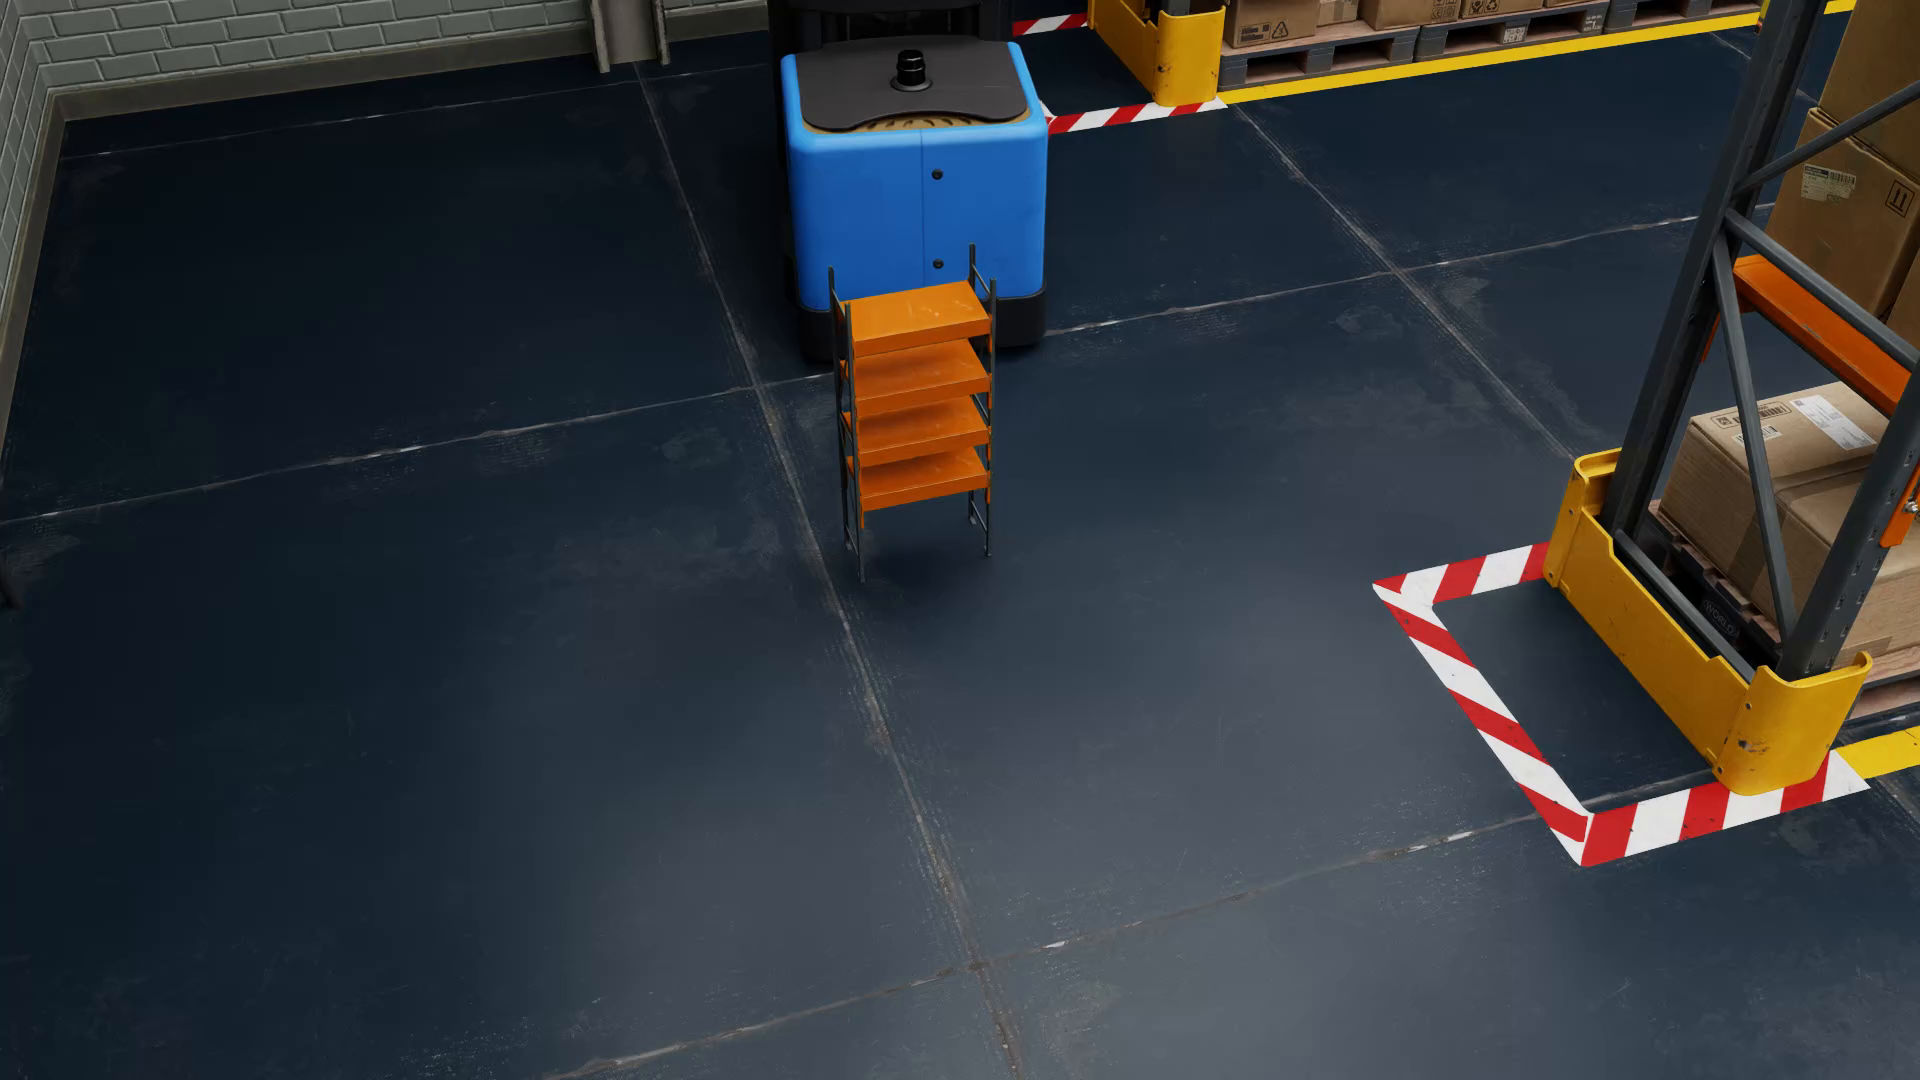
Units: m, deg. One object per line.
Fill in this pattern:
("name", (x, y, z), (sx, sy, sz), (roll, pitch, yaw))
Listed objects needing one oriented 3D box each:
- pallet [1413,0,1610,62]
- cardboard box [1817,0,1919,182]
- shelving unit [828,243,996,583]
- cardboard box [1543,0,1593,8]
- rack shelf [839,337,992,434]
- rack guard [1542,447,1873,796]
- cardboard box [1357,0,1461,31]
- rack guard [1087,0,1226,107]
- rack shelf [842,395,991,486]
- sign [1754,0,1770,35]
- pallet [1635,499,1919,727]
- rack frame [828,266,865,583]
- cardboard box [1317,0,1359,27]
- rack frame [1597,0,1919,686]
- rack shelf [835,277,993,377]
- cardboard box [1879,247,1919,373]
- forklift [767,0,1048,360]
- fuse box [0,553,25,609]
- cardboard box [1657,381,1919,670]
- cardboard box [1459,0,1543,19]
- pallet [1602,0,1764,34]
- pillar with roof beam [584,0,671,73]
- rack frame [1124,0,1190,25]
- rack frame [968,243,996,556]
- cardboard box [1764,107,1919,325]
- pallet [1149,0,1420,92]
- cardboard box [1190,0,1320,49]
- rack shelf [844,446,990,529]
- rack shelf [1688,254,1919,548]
("pallet", (2.984, -3.182, 9.731), (1.213, 0.211, 1.003), (-12, 42, -13))
("cardboard box", (2.872, -1.365, 4.696), (0.500, 0.500, 0.500), (-10, 42, -12))
("shelving unit", (-0.158, -0.419, 5.818), (0.503, 1.200, 0.258), (-12, 42, -13))
("cardboard box", (3.418, -3.448, 9.497), (0.500, 0.500, 0.700), (-13, 43, -15))
("rack shelf", (-0.158, -0.537, 5.715), (0.480, 0.148, 0.258), (-12, 42, -13))
("rack guard", (2.461, 0.240, 5.595), (0.348, 0.500, 1.175), (-12, 42, -13))
("cardboard box", (2.428, -3.243, 9.262), (0.500, 0.500, 0.700), (-10, 42, -11))
("rack guard", (1.062, -2.894, 9.182), (0.348, 0.500, 1.175), (-12, 42, -13))
("rack shelf", (-0.158, -0.368, 5.862), (0.480, 0.148, 0.258), (-12, 42, -13))
("sign", (2.334, -1.574, 4.712), (0.005, 0.325, 0.100), (-12, 42, -13))
("pallet", (3.223, 0.137, 5.932), (1.213, 0.211, 1.003), (-12, 42, -13))
("rack frame", (-0.391, -0.371, 5.763), (0.015, 1.200, 0.240), (-12, 42, -13))
("cardboard box", (2.018, -3.025, 9.281), (0.250, 0.149, 0.380), (-13, 43, -15))
("rack frame", (2.484, -0.706, 4.778), (0.127, 3.000, 1.000), (-12, 42, -13))
("rack shelf", (-0.158, -0.715, 5.559), (0.480, 0.148, 0.258), (-12, 42, -13))
("cardboard box", (3.028, -0.658, 4.647), (0.500, 0.500, 0.500), (-12, 43, -13))
("forklift", (-0.337, -2.831, 7.263), (1.130, 2.935, 3.031), (-5, 41, -6))
("fuse box", (-3.379, -0.438, 5.451), (0.414, 1.711, 0.539), (-12, 42, -13))
("cardboard box", (3.083, -0.092, 5.704), (0.875, 0.438, 0.875), (-13, 43, -15))
("cardboard box", (2.963, -3.284, 9.310), (0.500, 0.500, 0.500), (-11, 42, -12))
("pallet", (4.149, -3.425, 10.010), (1.213, 0.211, 1.003), (-12, 42, -13))
("pillar with roof beam", (-0.560, -3.410, 3.314), (0.400, 9.000, 9.100), (-12, 42, -13))
("rack frame", (0.989, -3.820, 8.342), (0.127, 3.000, 1.000), (-12, 42, -13))
("rack frame", (0.075, -0.467, 5.873), (0.015, 1.200, 0.240), (-12, 42, -13))
("cardboard box", (2.864, -1.005, 5.044), (0.500, 0.500, 0.500), (-11, 42, -13))
("pallet", (1.822, -2.943, 9.458), (1.213, 0.211, 1.003), (-12, 42, -13))
("cardboard box", (1.601, -3.099, 9.096), (0.637, 0.503, 0.797), (-13, 43, -15))
("rack shelf", (-0.158, -0.219, 5.993), (0.480, 0.148, 0.258), (-12, 42, -13))
("rack shelf", (4.392, -0.830, 5.467), (4.000, 0.370, 1.077), (-12, 42, -13))
